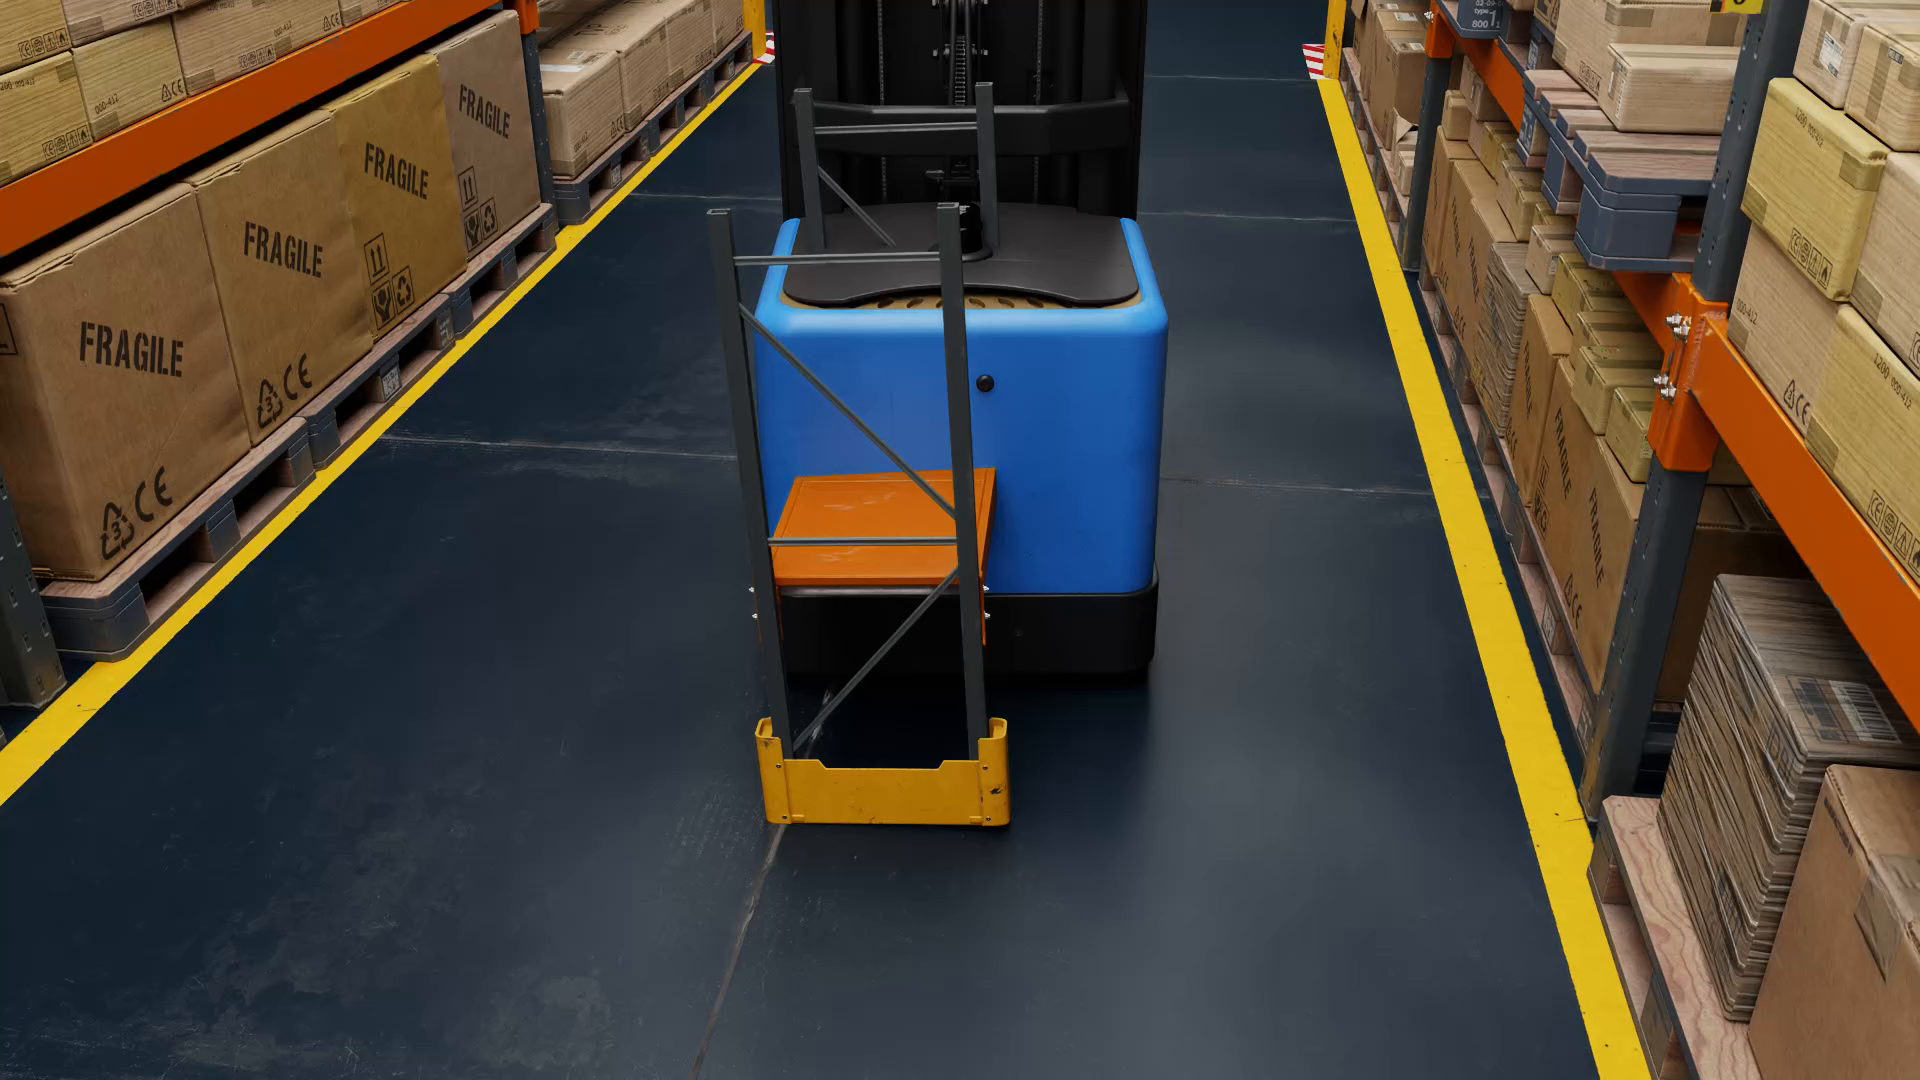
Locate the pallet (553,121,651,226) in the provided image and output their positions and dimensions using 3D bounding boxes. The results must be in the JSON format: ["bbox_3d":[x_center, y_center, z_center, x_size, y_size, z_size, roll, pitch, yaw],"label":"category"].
[{"bbox_3d":[-2.260,-1.932,8.613,1.003,0.211,1.213,3,28,6],"label":"pallet"}]

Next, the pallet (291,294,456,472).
[{"bbox_3d":[-2.598,-0.635,6.206,1.003,0.211,1.213,3,28,6],"label":"pallet"}]

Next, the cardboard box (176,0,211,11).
[{"bbox_3d":[-2.476,-1.778,5.019,0.500,0.250,0.500,3,28,6],"label":"cardboard box"}]

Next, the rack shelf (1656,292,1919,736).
[{"bbox_3d":[1.761,0.622,1.692,1.077,0.370,4.000,3,28,6],"label":"rack shelf"}]

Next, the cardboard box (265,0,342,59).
[{"bbox_3d":[-2.439,-1.795,5.577,0.500,0.250,0.500,3,28,6],"label":"cardboard box"}]

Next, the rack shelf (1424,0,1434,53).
[{"bbox_3d":[2.741,-3.144,8.682,1.077,0.370,4.000,3,28,6],"label":"rack shelf"}]

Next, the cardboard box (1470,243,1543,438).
[{"bbox_3d":[2.022,-0.659,5.504,0.500,0.500,0.500,2,28,4],"label":"cardboard box"}]

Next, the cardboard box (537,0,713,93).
[{"bbox_3d":[-2.026,-2.998,9.911,0.875,0.438,0.875,4,29,8],"label":"cardboard box"}]

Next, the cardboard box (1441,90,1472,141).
[{"bbox_3d":[2.188,-1.736,6.818,0.380,0.149,0.250,5,29,9],"label":"cardboard box"}]

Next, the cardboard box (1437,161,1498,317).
[{"bbox_3d":[2.158,-1.138,6.392,0.500,0.500,0.500,3,28,6],"label":"cardboard box"}]

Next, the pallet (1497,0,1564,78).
[{"bbox_3d":[2.239,-1.468,5.014,1.003,0.211,1.213,3,28,6],"label":"pallet"}]

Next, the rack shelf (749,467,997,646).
[{"bbox_3d":[-0.161,-0.076,4.159,0.538,0.185,1.000,0,28,6],"label":"rack shelf"}]

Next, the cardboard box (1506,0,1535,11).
[{"bbox_3d":[2.055,-1.920,5.103,0.700,0.500,0.500,3,28,6],"label":"cardboard box"}]

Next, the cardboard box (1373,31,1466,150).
[{"bbox_3d":[2.546,-2.315,8.578,0.700,0.500,0.500,2,28,4],"label":"cardboard box"}]

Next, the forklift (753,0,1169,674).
[{"bbox_3d":[-0.002,-1.588,5.108,1.130,2.935,3.031,0,28,0],"label":"forklift"}]

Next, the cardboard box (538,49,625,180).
[{"bbox_3d":[-2.248,-2.152,8.341,0.875,0.438,0.875,3,28,5],"label":"cardboard box"}]

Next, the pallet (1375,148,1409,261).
[{"bbox_3d":[2.581,-1.615,8.025,1.003,0.211,1.213,3,28,6],"label":"pallet"}]

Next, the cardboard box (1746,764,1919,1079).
[{"bbox_3d":[1.843,0.825,2.617,0.875,0.625,0.625,4,29,8],"label":"cardboard box"}]

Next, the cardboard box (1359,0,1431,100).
[{"bbox_3d":[2.674,-2.804,9.485,0.700,0.500,0.500,4,29,8],"label":"cardboard box"}]

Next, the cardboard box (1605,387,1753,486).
[{"bbox_3d":[1.815,-0.254,4.067,0.380,0.149,0.250,2,28,4],"label":"cardboard box"}]

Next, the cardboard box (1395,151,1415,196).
[{"bbox_3d":[2.273,-1.728,7.858,0.380,0.149,0.250,3,28,5],"label":"cardboard box"}]

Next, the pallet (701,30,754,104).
[{"bbox_3d":[-1.961,-3.080,10.745,1.003,0.211,1.213,3,28,6],"label":"pallet"}]

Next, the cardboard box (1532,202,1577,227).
[{"bbox_3d":[2.086,-0.989,5.432,0.380,0.149,0.250,3,29,6],"label":"cardboard box"}]

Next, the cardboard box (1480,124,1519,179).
[{"bbox_3d":[2.210,-1.479,6.342,0.380,0.149,0.250,2,28,4],"label":"cardboard box"}]

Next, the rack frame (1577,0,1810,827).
[{"bbox_3d":[2.006,-0.636,3.269,1.000,3.000,0.127,3,28,6],"label":"rack frame"}]

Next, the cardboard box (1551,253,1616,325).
[{"bbox_3d":[2.001,-0.744,4.978,0.380,0.149,0.250,3,28,5],"label":"cardboard box"}]

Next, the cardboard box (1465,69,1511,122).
[{"bbox_3d":[2.203,-1.742,6.515,0.380,0.149,0.250,2,28,4],"label":"cardboard box"}]

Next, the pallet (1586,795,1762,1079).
[{"bbox_3d":[1.866,0.977,3.215,1.003,0.211,1.213,3,28,6],"label":"pallet"}]

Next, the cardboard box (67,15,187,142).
[{"bbox_3d":[-2.566,-1.315,4.687,0.500,0.250,0.500,3,28,5],"label":"cardboard box"}]

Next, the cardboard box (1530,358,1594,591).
[{"bbox_3d":[1.916,-0.167,4.591,0.500,0.500,0.500,3,28,5],"label":"cardboard box"}]

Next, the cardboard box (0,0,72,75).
[{"bbox_3d":[-2.614,-1.301,4.134,0.500,0.250,0.500,3,28,6],"label":"cardboard box"}]

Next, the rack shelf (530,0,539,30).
[{"bbox_3d":[-2.186,-3.431,9.214,1.077,0.370,4.000,3,28,6],"label":"rack shelf"}]

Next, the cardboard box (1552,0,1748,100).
[{"bbox_3d":[1.814,-1.271,4.161,0.500,0.250,0.500,2,28,4],"label":"cardboard box"}]

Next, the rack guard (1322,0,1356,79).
[{"bbox_3d":[2.977,-3.266,10.785,1.175,0.500,0.348,3,28,6],"label":"rack guard"}]

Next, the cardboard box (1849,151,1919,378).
[{"bbox_3d":[1.646,-0.360,2.387,0.500,0.250,0.500,4,29,8],"label":"cardboard box"}]

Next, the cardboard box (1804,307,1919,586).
[{"bbox_3d":[1.642,-0.139,2.504,0.500,0.250,0.500,3,28,5],"label":"cardboard box"}]

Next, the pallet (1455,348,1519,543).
[{"bbox_3d":[2.287,-0.331,5.641,1.003,0.211,1.213,3,28,6],"label":"pallet"}]

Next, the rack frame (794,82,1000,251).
[{"bbox_3d":[-0.129,-0.475,4.519,0.500,1.500,0.032,0,28,6],"label":"rack frame"}]

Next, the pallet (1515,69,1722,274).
[{"bbox_3d":[2.019,-0.875,3.914,1.213,0.211,1.003,3,28,6],"label":"pallet"}]

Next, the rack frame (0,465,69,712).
[{"bbox_3d":[-2.921,-0.923,3.801,1.000,3.000,0.127,3,28,6],"label":"rack frame"}]

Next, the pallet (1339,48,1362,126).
[{"bbox_3d":[2.880,-2.763,10.157,1.003,0.211,1.213,3,28,6],"label":"pallet"}]

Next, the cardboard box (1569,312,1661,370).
[{"bbox_3d":[1.894,-0.505,4.534,0.380,0.149,0.250,2,28,5],"label":"cardboard box"}]

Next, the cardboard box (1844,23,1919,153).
[{"bbox_3d":[1.643,-0.707,2.611,0.380,0.149,0.250,4,29,7],"label":"cardboard box"}]

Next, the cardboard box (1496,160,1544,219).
[{"bbox_3d":[2.123,-1.234,5.887,0.380,0.149,0.250,3,28,6],"label":"cardboard box"}]

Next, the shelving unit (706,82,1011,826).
[{"bbox_3d":[-0.170,-0.238,4.082,0.587,1.500,1.083,0,28,6],"label":"shelving unit"}]

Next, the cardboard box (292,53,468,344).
[{"bbox_3d":[-2.530,-1.333,6.360,0.875,0.875,0.875,4,29,8],"label":"cardboard box"}]

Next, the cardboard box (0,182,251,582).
[{"bbox_3d":[-2.754,-0.493,4.800,0.875,0.875,0.875,3,28,6],"label":"cardboard box"}]
